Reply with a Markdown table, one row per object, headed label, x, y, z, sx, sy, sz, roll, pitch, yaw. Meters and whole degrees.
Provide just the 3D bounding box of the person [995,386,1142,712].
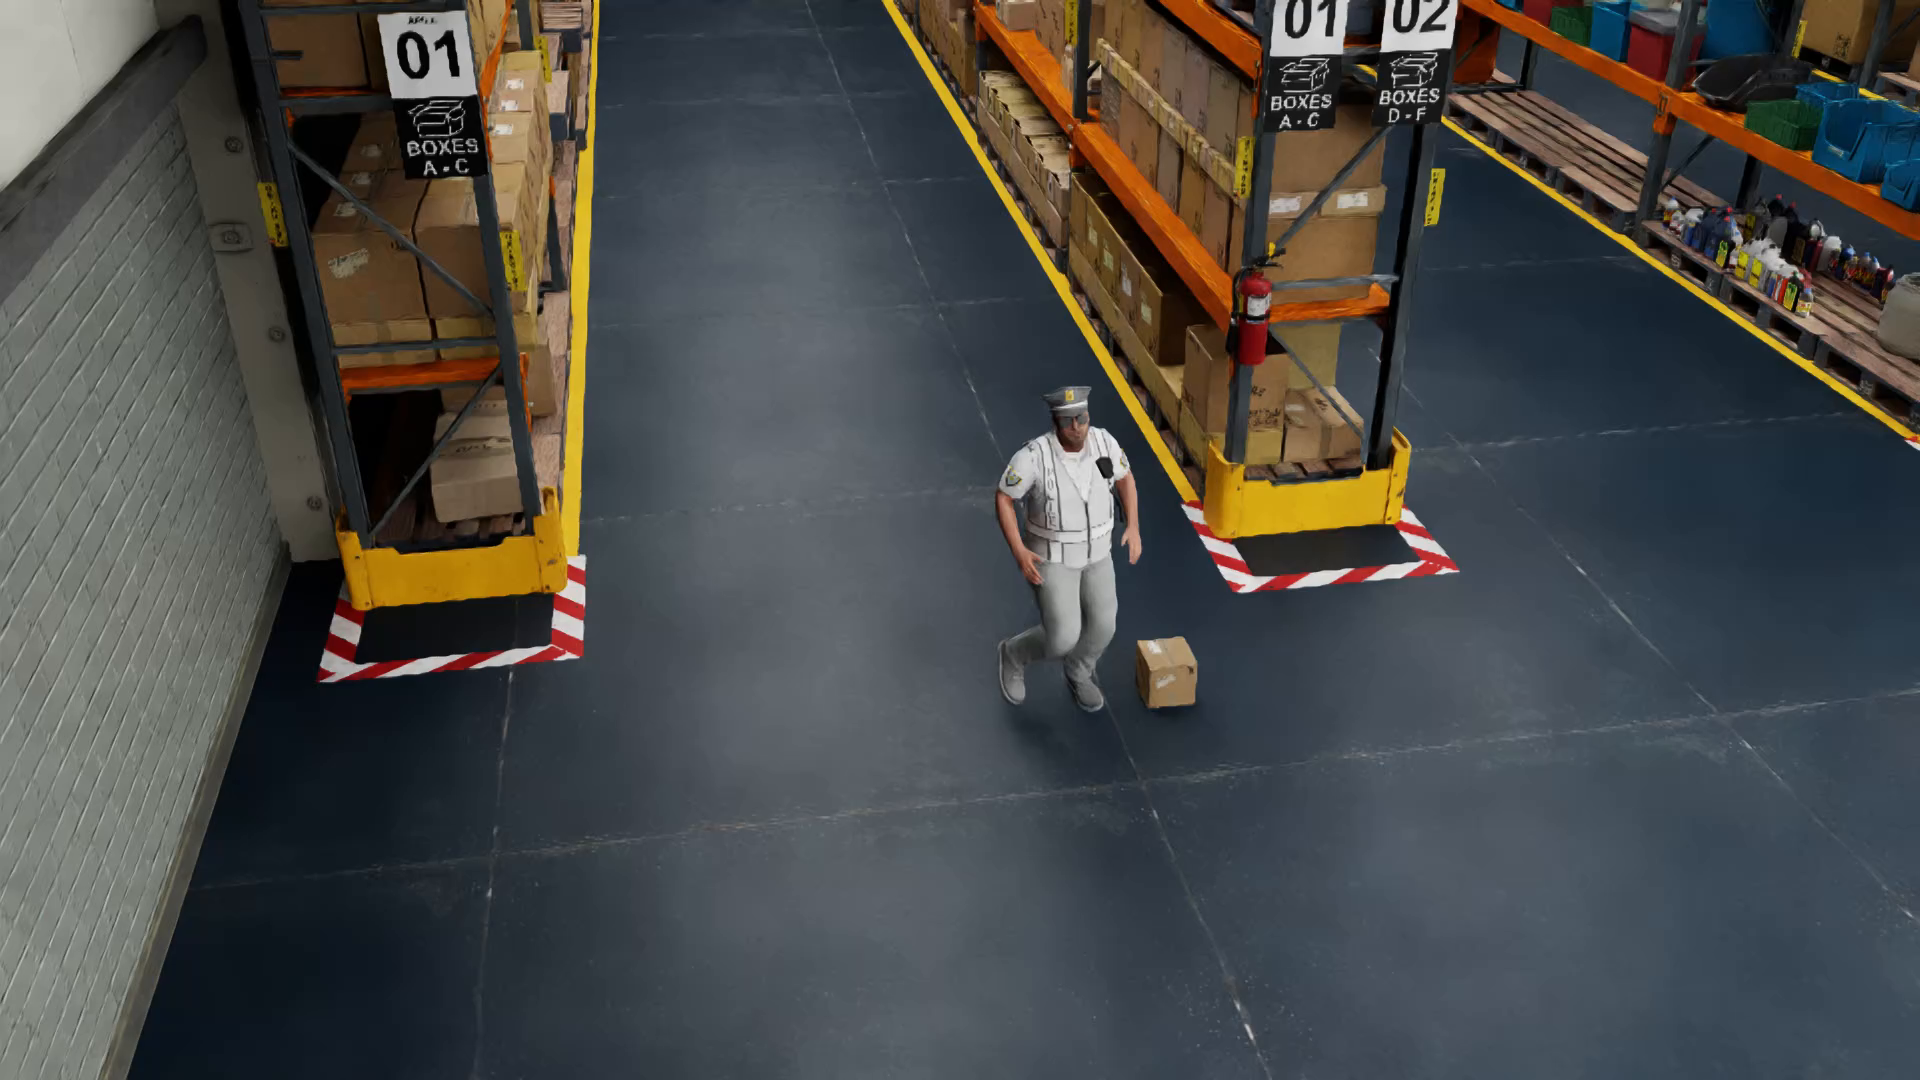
| label | x | y | z | sx | sy | sz | roll | pitch | yaw |
| --- | --- | --- | --- | --- | --- | --- | --- | --- | --- |
| person | 0.565 | 0.050 | 8.059 | 0.714 | 1.749 | 0.503 | -16 | 34 | -25 |
